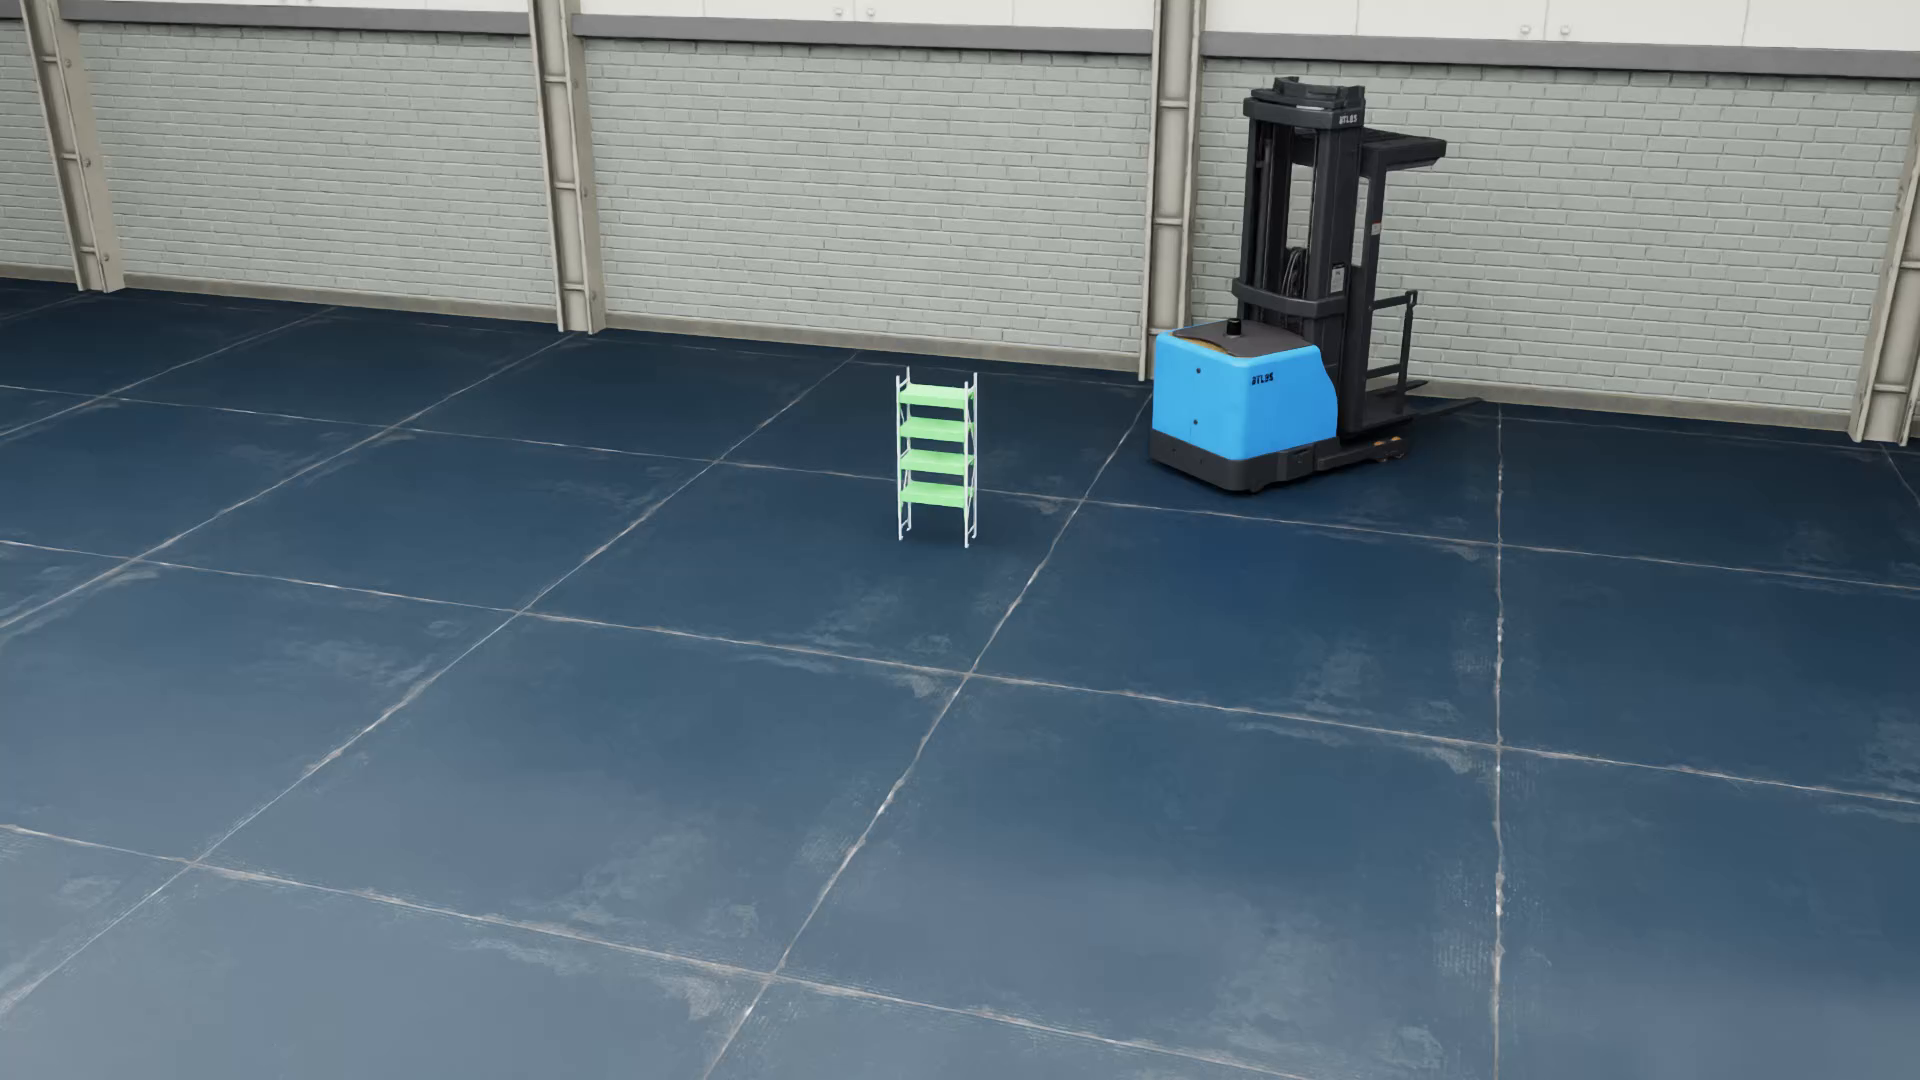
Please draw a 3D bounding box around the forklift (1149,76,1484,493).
[{"bbox_3d":[3.006,-2.129,13.097,3.031,2.935,1.130,-14,26,-31],"label":"forklift"}]

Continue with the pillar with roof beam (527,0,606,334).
[{"bbox_3d":[-5.108,-4.760,11.517,0.400,9.000,9.100,7,23,16],"label":"pillar with roof beam"}]

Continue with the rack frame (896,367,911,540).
[{"bbox_3d":[-0.392,-0.600,11.652,0.015,1.200,0.240,7,23,16],"label":"rack frame"}]

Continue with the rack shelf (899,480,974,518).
[{"bbox_3d":[-0.158,-0.292,11.702,0.480,0.148,0.258,7,23,16],"label":"rack shelf"}]

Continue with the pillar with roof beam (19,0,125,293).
[{"bbox_3d":[-10.852,-5.418,13.121,0.400,9.000,9.100,7,23,16],"label":"pillar with roof beam"}]

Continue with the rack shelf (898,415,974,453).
[{"bbox_3d":[-0.158,-0.736,11.520,0.480,0.148,0.258,7,23,16],"label":"rack shelf"}]

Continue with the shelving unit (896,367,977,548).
[{"bbox_3d":[-0.158,-0.573,11.587,0.503,1.200,0.258,7,23,16],"label":"shelving unit"}]

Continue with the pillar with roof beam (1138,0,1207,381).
[{"bbox_3d":[0.636,-4.102,9.914,0.400,9.000,9.100,7,23,16],"label":"pillar with roof beam"}]

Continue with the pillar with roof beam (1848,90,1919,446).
[{"bbox_3d":[6.380,-3.445,8.310,0.400,9.000,9.100,7,23,16],"label":"pillar with roof beam"}]

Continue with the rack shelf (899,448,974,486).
[{"bbox_3d":[-0.158,-0.514,11.611,0.480,0.148,0.258,7,23,16],"label":"rack shelf"}]

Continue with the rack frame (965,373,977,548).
[{"bbox_3d":[0.075,-0.547,11.521,0.015,1.200,0.240,7,23,16],"label":"rack frame"}]

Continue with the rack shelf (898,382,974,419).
[{"bbox_3d":[-0.158,-0.958,11.429,0.480,0.148,0.258,7,23,16],"label":"rack shelf"}]
